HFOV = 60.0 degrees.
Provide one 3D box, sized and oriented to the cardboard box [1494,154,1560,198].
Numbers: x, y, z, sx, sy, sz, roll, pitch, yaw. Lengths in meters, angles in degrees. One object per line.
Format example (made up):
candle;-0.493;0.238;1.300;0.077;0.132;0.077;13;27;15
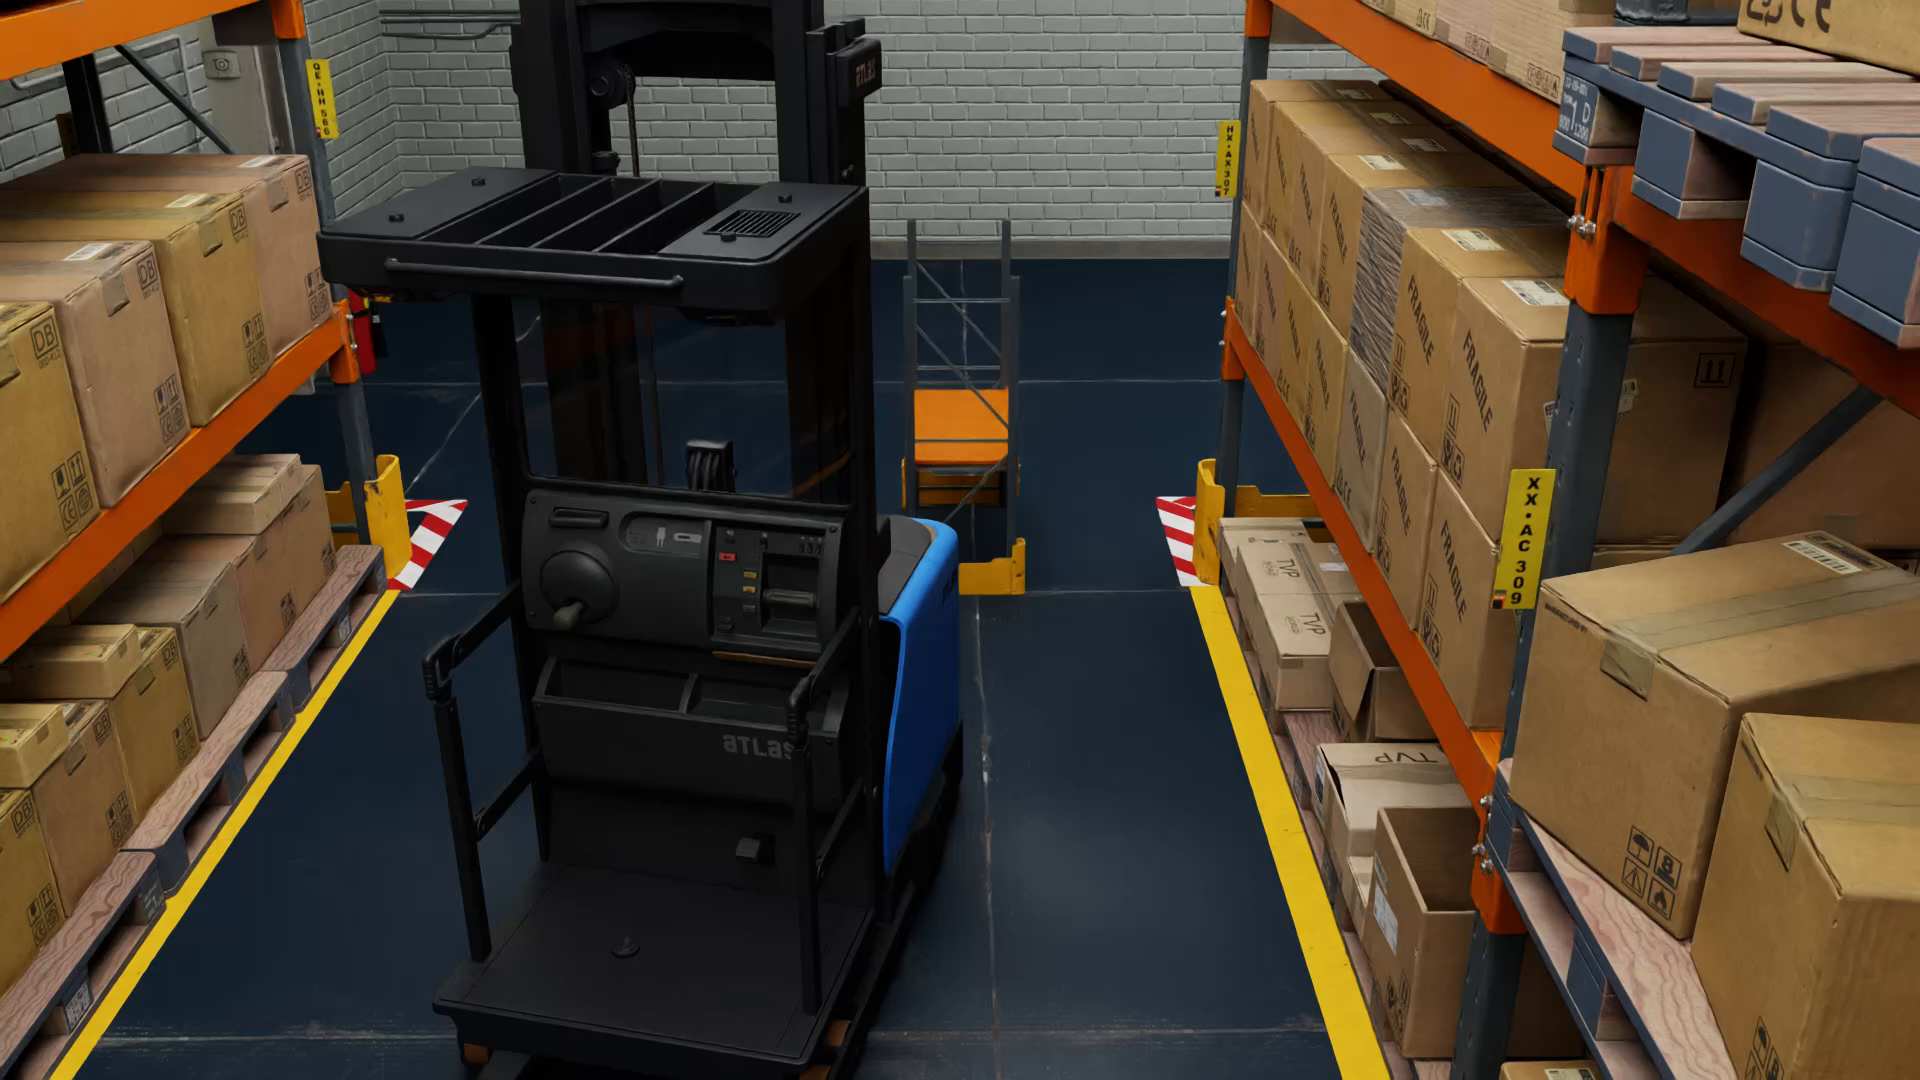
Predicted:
cardboard box;2.009;-0.944;5.363;0.500;0.500;0.500;0;24;1

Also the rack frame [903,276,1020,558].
rack frame;0.006;-0.439;7.400;0.500;1.500;0.032;0;24;-1

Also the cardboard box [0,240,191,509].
cardboard box;-3.212;-0.548;5.457;0.980;0.700;0.700;-1;24;-3

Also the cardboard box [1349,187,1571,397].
cardboard box;1.473;-0.738;4.906;0.500;0.500;0.500;0;24;0

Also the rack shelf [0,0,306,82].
rack shelf;-3.224;-1.450;5.048;1.077;0.370;4.000;0;24;-1

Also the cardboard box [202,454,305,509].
cardboard box;-2.955;-0.243;6.883;0.380;0.149;0.250;-1;24;-1

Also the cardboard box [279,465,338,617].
cardboard box;-3.138;0.001;7.132;0.700;0.500;0.500;0;24;-1

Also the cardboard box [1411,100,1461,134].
cardboard box;1.993;-1.369;6.303;0.500;0.500;0.500;0;24;1

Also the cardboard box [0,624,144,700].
cardboard box;-2.935;0.400;5.463;0.380;0.149;0.250;-1;24;-2

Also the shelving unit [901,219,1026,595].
shelving unit;0.001;-0.652;7.871;0.587;1.500;1.083;0;24;-1

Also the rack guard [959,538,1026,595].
rack guard;0.006;0.123;7.675;0.587;0.250;0.087;0;24;-1

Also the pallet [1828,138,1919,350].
pallet;1.702;-0.195;1.630;1.213;0.211;1.003;0;24;-1

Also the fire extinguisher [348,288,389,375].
fire extinguisher;-2.786;-1.094;7.575;0.296;0.674;0.183;0;24;-1

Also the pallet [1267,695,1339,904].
pallet;1.728;0.873;6.063;1.003;0.211;1.213;0;24;-1

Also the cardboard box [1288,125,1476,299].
cardboard box;1.462;-1.154;5.827;0.500;0.500;0.500;0;24;0

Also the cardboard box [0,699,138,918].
cardboard box;-3.110;0.845;5.265;0.700;0.500;0.500;0;24;-1

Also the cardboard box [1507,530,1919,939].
cardboard box;1.532;0.349;3.208;0.700;0.500;0.500;-9;26;-18

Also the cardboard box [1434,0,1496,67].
cardboard box;1.485;-1.314;4.057;0.500;0.250;0.500;0;24;-1

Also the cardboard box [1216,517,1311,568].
cardboard box;1.368;0.014;7.505;0.380;0.149;0.250;0;24;-1

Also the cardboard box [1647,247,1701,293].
cardboard box;2.021;-0.520;4.424;0.500;0.500;0.500;-1;24;-2

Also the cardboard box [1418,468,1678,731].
cardboard box;1.489;0.139;4.181;0.500;0.500;0.500;0;24;0

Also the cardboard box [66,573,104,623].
cardboard box;-3.324;0.177;5.955;0.380;0.149;0.250;0;24;0

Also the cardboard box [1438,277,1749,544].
cardboard box;1.487;-0.319;3.980;0.500;0.500;0.500;0;24;0

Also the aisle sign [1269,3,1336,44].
aisle sign;1.413;-2.470;6.917;0.394;0.787;0.004;0;24;-1

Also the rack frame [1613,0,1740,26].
rack frame;1.751;-2.344;2.512;1.000;3.000;0.127;0;24;-1

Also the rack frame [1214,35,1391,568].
rack frame;1.707;-1.259;7.393;1.000;3.000;0.127;0;24;-1

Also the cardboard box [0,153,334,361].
cardboard box;-3.230;-1.161;6.814;0.980;0.700;0.700;1;24;2

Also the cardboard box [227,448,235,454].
cardboard box;-3.340;-0.345;7.110;0.380;0.149;0.250;0;24;0

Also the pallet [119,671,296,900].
pallet;-3.149;0.866;6.079;1.003;0.211;1.213;0;24;-1

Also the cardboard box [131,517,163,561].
cardboard box;-3.331;-0.034;6.421;0.380;0.149;0.250;0;24;0

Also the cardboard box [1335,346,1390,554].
cardboard box;1.474;-0.285;5.119;0.500;0.500;0.500;0;24;1

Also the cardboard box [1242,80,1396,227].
cardboard box;1.449;-1.576;6.759;0.500;0.500;0.500;0;24;1

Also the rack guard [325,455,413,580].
rack guard;-3.246;-0.106;7.877;1.175;0.500;0.348;0;24;-1

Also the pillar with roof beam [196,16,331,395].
pillar with roof beam;0.164;-5.096;8.598;9.100;9.000;0.400;0;24;-1

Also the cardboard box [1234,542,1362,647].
cardboard box;1.435;0.225;6.915;0.500;0.250;0.500;0;24;-1

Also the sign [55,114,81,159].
sign;-3.801;-1.665;7.146;0.100;0.325;0.005;0;24;-1

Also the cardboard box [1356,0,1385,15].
cardboard box;1.470;-1.726;4.969;0.500;0.250;0.500;0;24;-1

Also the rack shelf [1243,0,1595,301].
rack shelf;1.729;-1.474;5.101;1.077;0.370;4.000;0;24;-1

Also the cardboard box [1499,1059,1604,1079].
cardboard box;1.513;1.528;3.730;0.500;0.500;0.500;-1;24;-3

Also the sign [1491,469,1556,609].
sign;1.208;0.001;3.558;0.100;0.325;0.005;0;24;-1

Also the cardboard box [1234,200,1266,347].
cardboard box;1.449;-1.120;6.966;0.500;0.500;0.500;0;24;1

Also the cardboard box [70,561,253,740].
cardboard box;-3.127;0.414;6.218;0.700;0.500;0.500;-1;24;-2

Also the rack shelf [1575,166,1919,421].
rack shelf;1.773;0.175;1.457;1.077;0.370;4.000;0;24;-1

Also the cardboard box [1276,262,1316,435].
cardboard box;1.462;-0.701;6.038;0.500;0.500;0.500;0;24;-1

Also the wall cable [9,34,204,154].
wall cable;-4.206;-2.221;8.288;0.084;1.984;1.851;0;24;-1

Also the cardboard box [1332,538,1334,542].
cardboard box;1.960;-0.097;7.325;0.500;0.500;0.500;0;24;-1

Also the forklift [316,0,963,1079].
forklift;-0.824;0.122;4.424;1.130;2.935;3.031;5;25;12

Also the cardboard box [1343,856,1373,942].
cardboard box;1.397;1.100;5.103;0.380;0.149;0.250;0;24;-1

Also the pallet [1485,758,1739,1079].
pallet;1.651;0.807;3.059;1.003;0.211;1.213;0;24;-1

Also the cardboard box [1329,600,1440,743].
cardboard box;1.725;0.552;5.884;0.797;0.503;0.637;0;24;-1
